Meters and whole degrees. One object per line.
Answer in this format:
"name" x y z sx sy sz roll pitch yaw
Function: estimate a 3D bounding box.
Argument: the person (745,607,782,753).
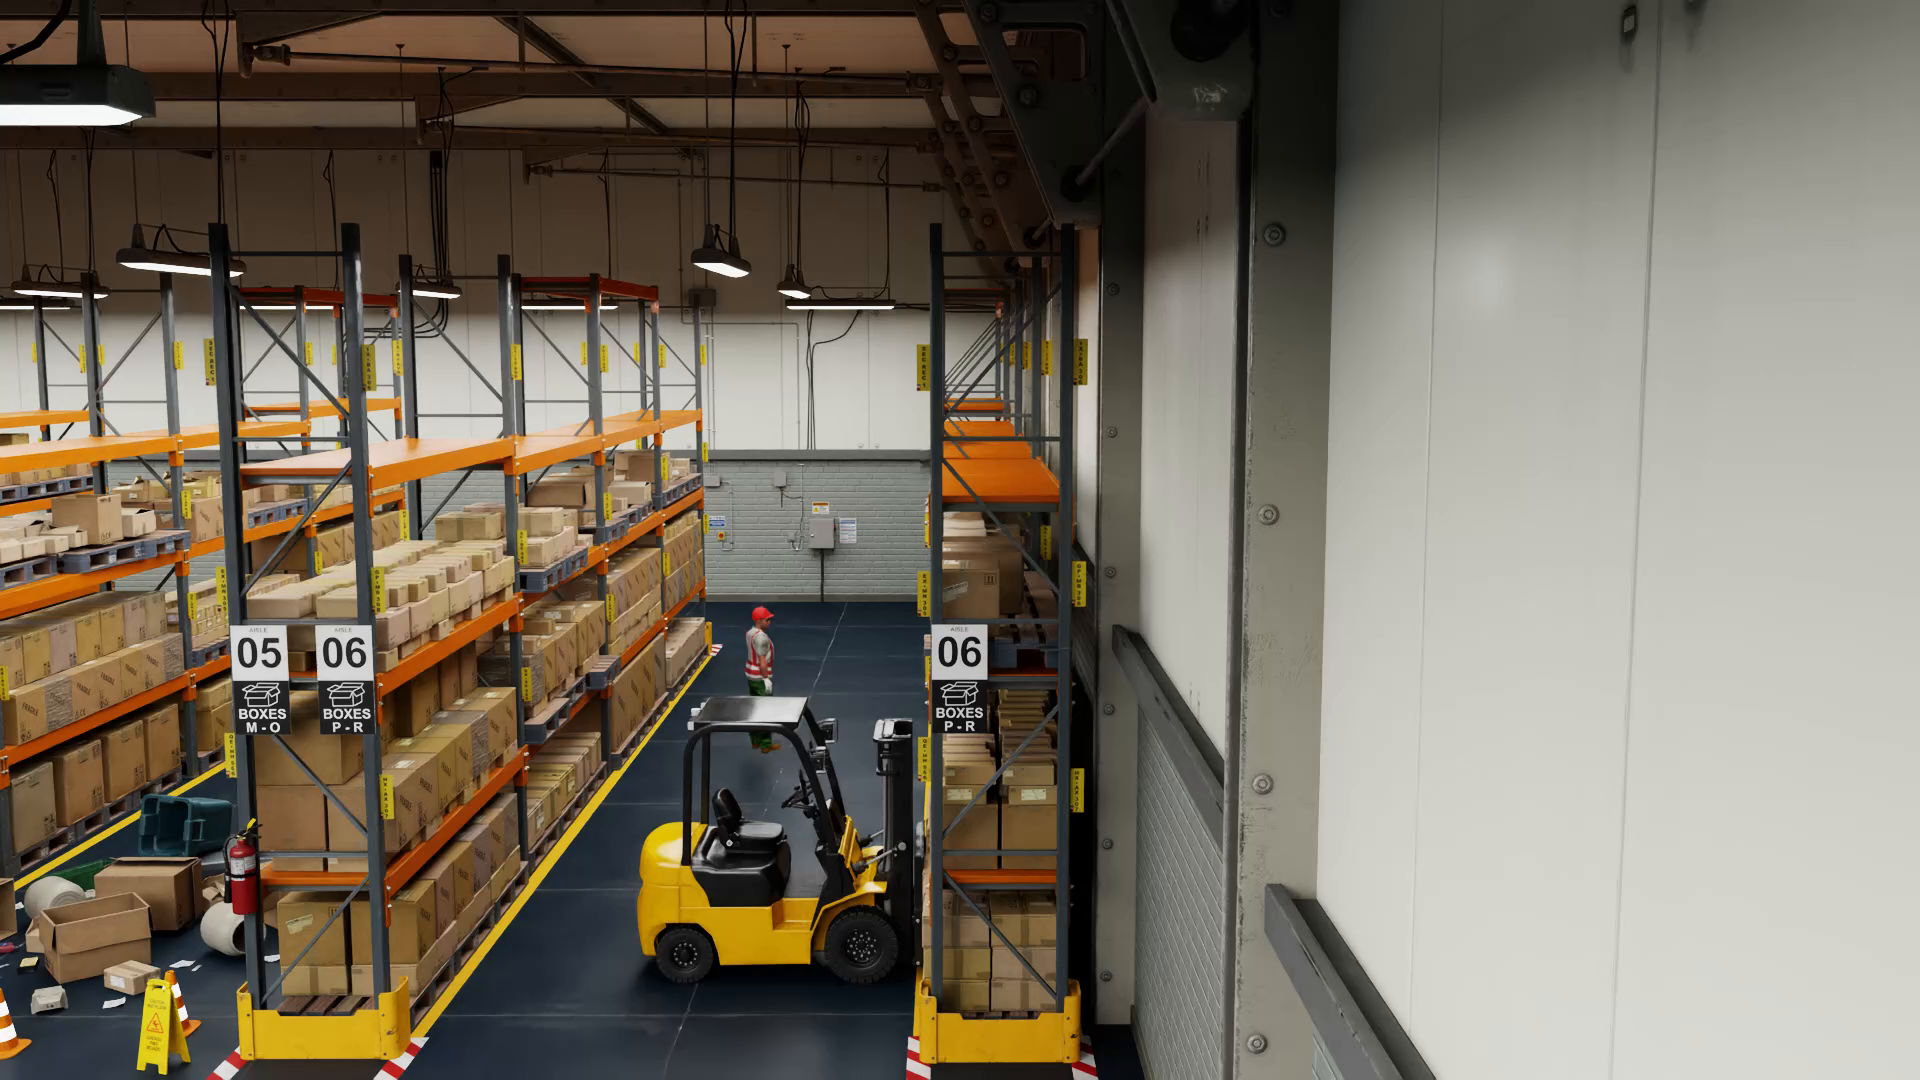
"person" -2.462 1.691 20.539 0.349 1.738 0.607 -3 7 -24
